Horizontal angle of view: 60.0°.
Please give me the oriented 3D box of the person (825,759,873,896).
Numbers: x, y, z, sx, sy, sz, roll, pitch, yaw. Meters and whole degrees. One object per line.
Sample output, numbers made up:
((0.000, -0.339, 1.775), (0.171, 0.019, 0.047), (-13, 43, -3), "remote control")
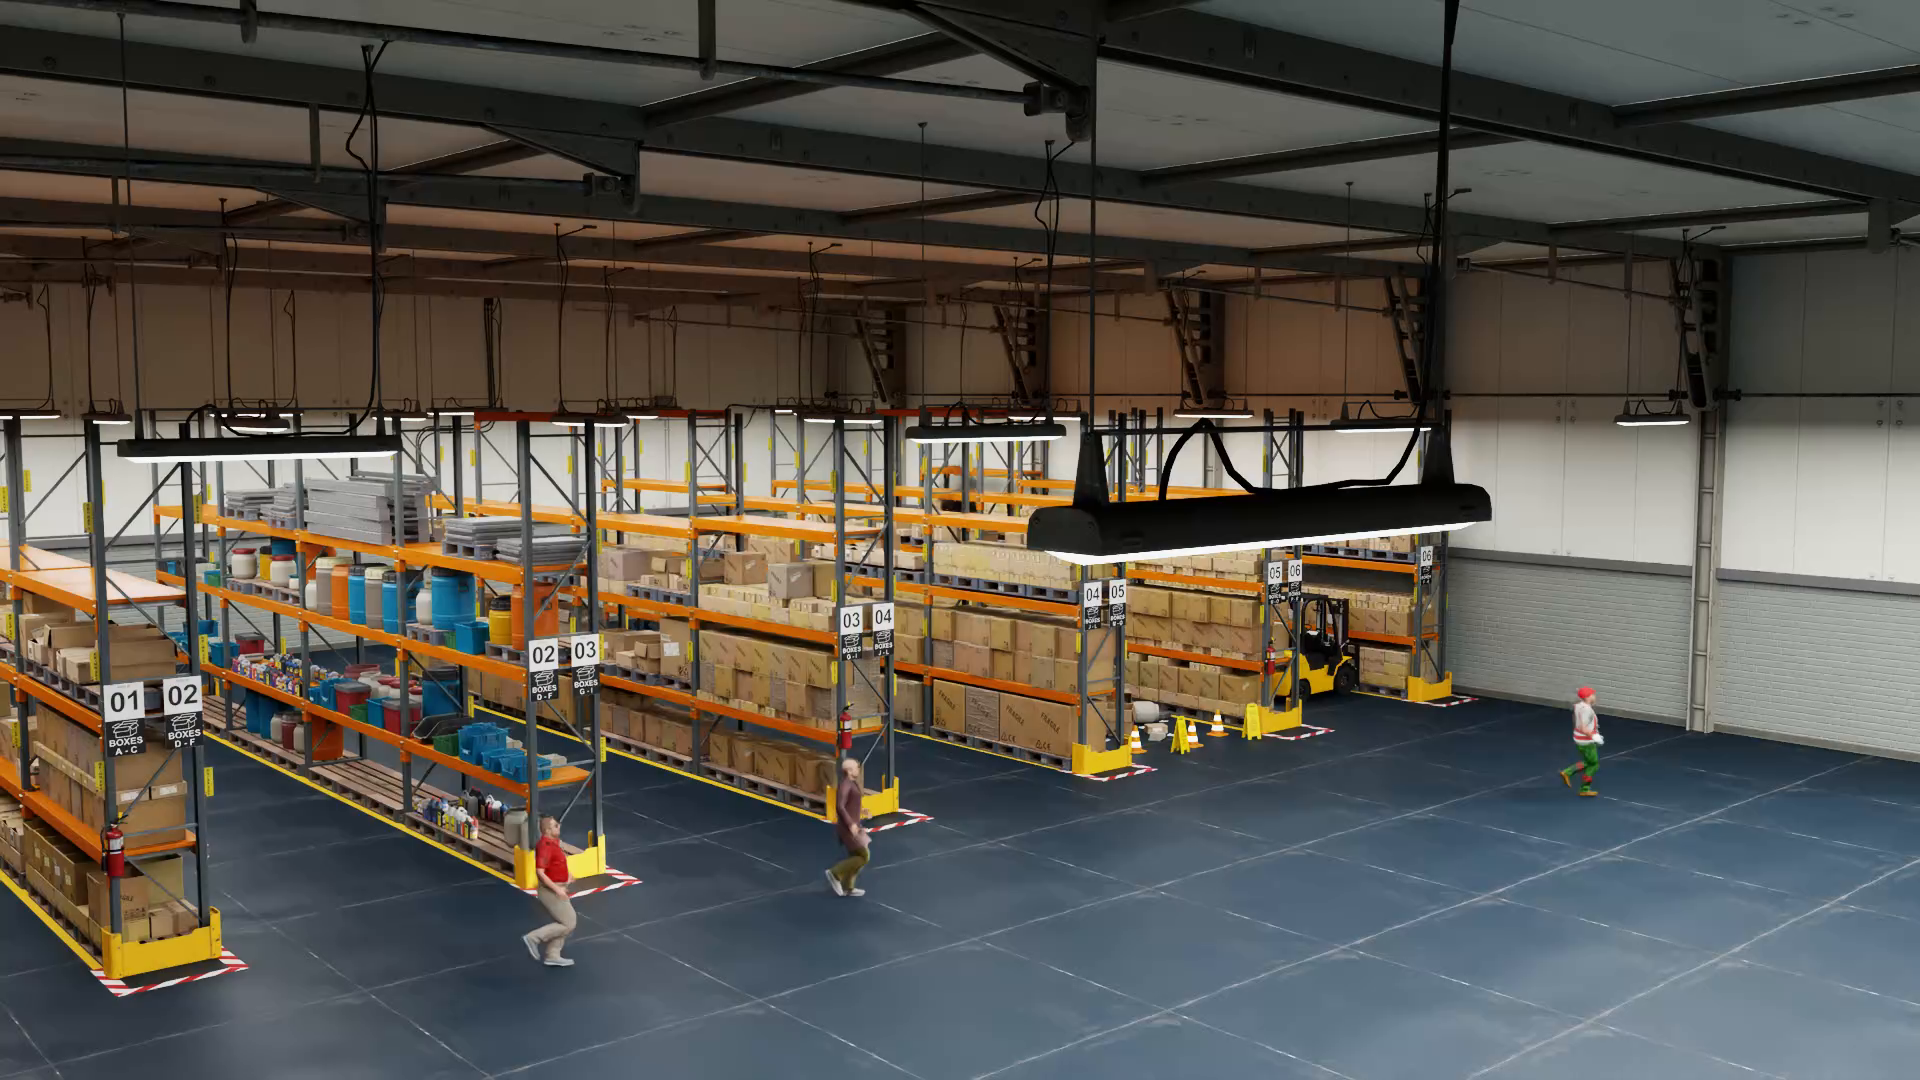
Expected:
((-1.400, 3.624, 20.959), (0.632, 1.746, 0.727), (-1, 5, -9), "person")

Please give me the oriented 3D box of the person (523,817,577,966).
((-4.536, 3.898, 18.361), (0.598, 1.675, 0.671), (-2, 5, -17), "person")

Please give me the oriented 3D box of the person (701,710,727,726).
((-4.767, 2.671, 31.801), (0.920, 1.684, 0.609), (4, 7, 40), "person")

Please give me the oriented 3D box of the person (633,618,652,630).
((-7.990, 1.852, 41.989), (0.638, 1.576, 0.515), (-5, 7, -43), "person")

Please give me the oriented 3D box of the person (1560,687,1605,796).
((9.786, 3.165, 26.142), (0.612, 1.742, 0.643), (1, 5, 7), "person")
